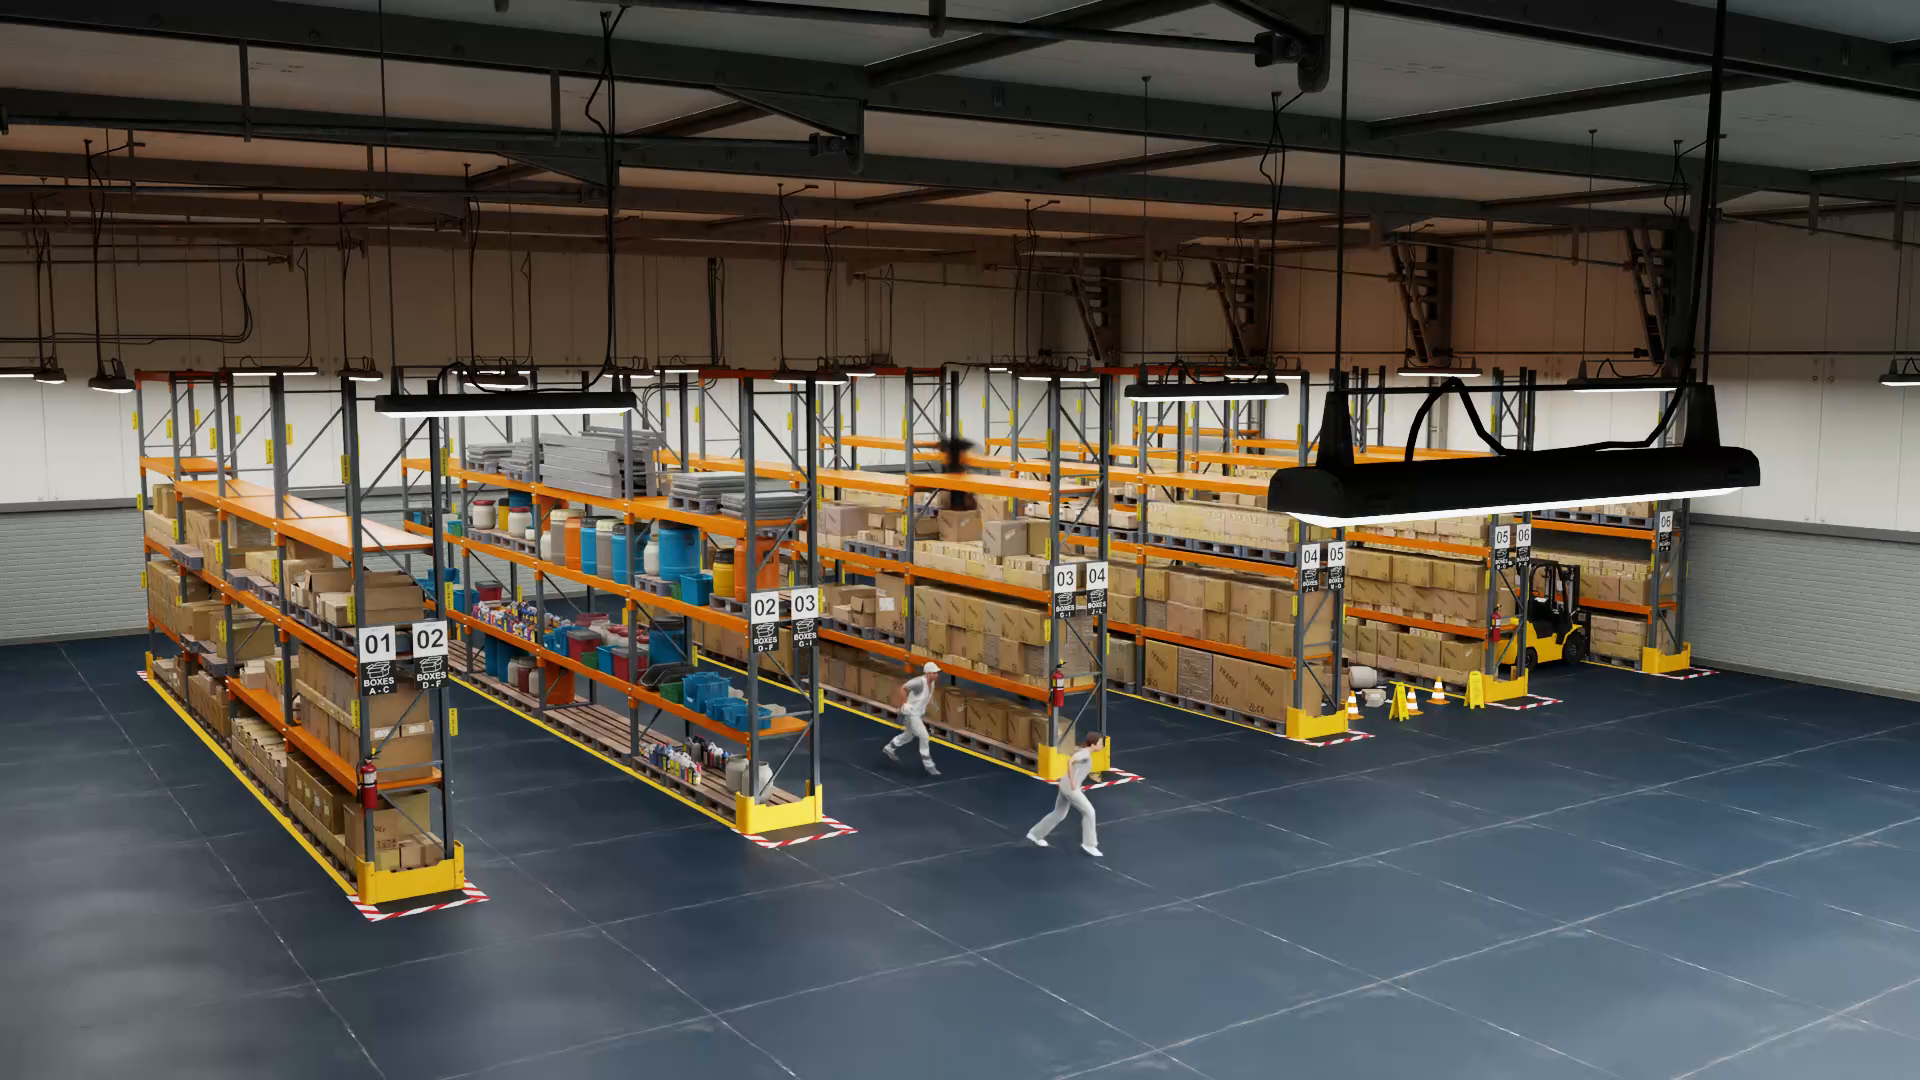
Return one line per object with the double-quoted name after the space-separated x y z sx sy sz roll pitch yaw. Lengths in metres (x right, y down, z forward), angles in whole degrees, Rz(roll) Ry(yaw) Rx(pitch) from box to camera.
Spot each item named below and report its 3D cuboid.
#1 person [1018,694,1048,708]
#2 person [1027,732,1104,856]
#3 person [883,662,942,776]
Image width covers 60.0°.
1.380 2.123 29.801 0.628 1.772 0.829 -5 8 -38 "person"
1.324 3.207 20.942 0.969 1.627 0.606 1 6 7 "person"
-0.750 2.670 25.130 1.047 1.737 0.694 4 8 34 "person"
